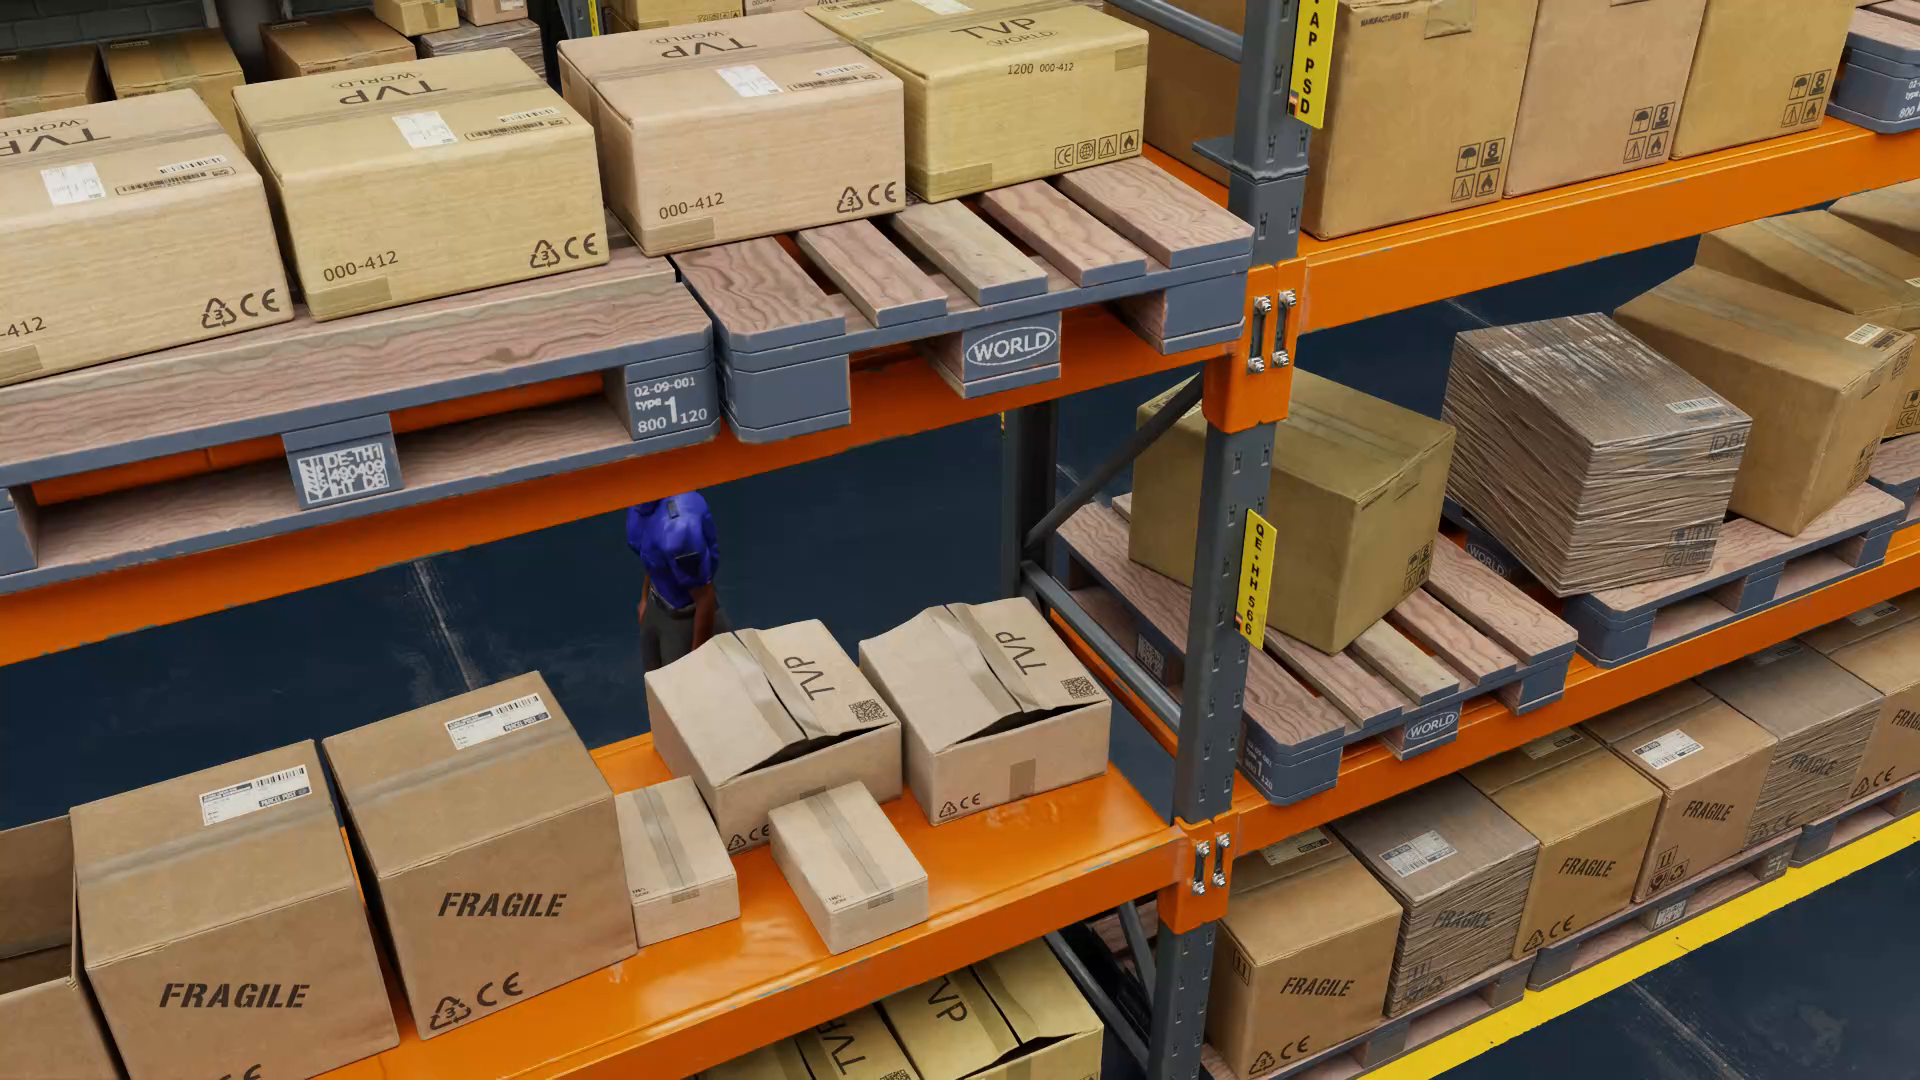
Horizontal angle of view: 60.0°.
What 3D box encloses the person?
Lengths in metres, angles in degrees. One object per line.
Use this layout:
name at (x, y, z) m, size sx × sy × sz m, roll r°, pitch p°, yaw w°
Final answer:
person at (-0.975, 0.301, 5.685) m, size 0.352 × 1.654 × 0.514 m, roll -17°, pitch 37°, yaw -24°
